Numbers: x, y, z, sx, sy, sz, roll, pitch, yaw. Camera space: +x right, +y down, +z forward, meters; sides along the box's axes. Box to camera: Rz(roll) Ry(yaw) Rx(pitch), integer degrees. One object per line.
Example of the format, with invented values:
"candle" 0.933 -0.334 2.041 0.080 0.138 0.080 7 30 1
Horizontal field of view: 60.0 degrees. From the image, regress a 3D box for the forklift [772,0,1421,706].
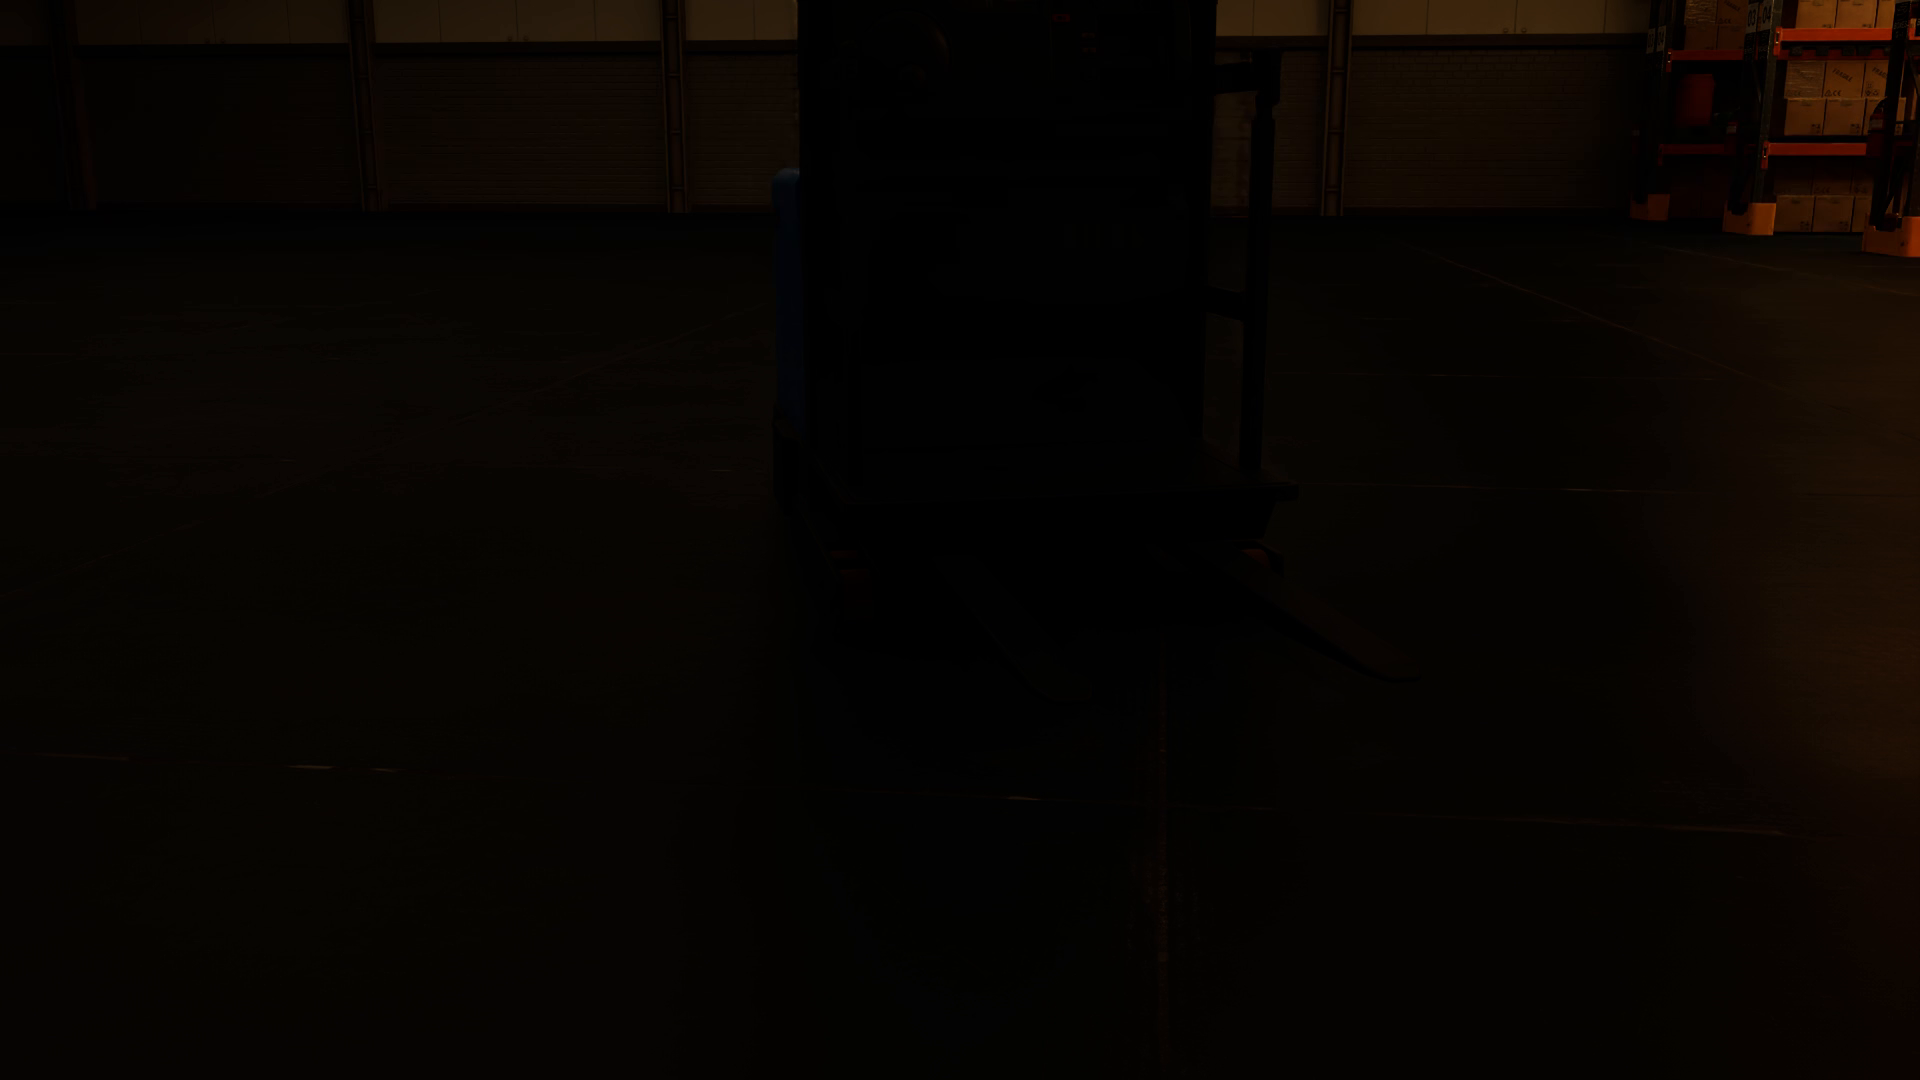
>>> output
"forklift" 0.179 -1.290 4.025 1.130 2.935 3.031 -3 13 -11
